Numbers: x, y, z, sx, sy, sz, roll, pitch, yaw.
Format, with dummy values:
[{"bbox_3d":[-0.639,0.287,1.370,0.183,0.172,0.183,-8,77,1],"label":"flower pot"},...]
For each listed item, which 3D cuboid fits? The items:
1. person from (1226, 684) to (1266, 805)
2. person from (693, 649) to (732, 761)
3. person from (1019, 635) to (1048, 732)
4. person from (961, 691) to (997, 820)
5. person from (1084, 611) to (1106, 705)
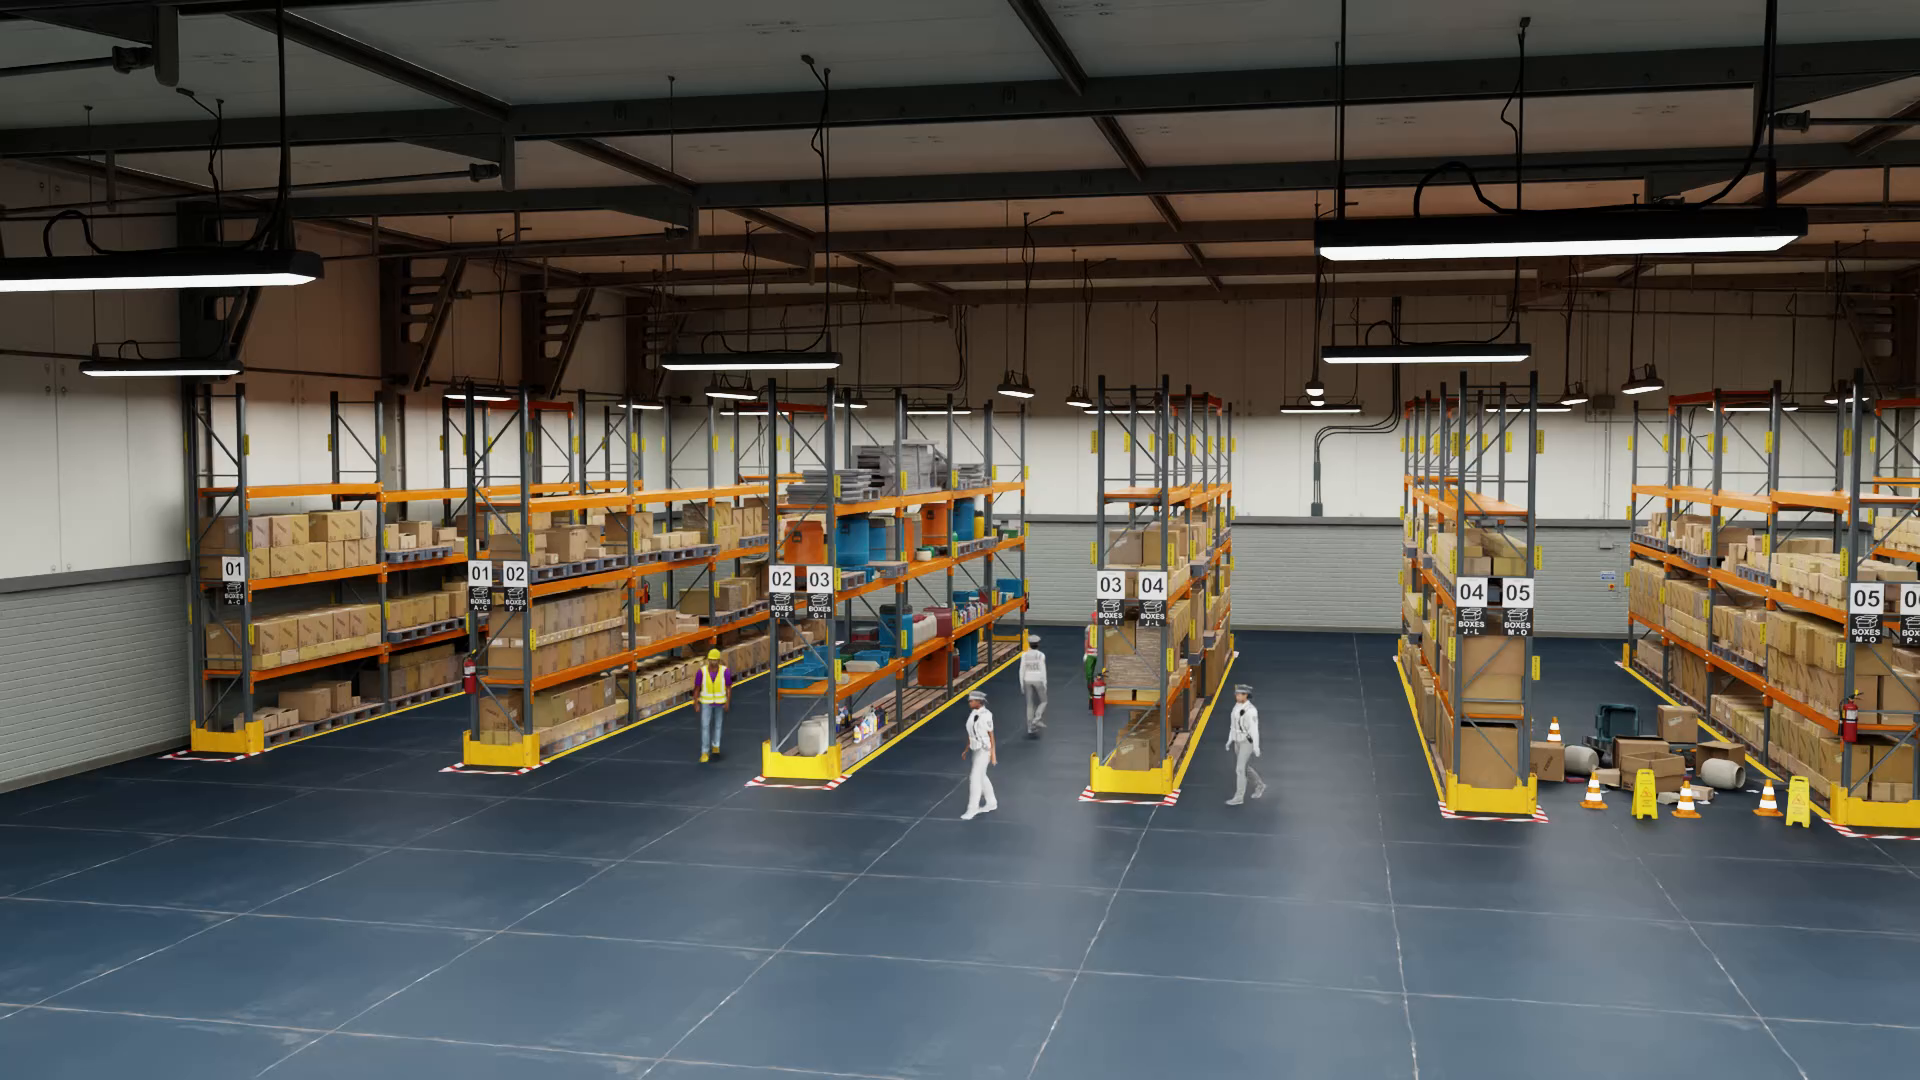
[{"bbox_3d":[4.009,2.836,23.280,0.792,1.649,0.476,-1,3,-21],"label":"person"},{"bbox_3d":[-3.931,2.598,26.505,0.592,1.721,0.950,-1,3,-15],"label":"person"},{"bbox_3d":[1.276,2.502,28.941,0.517,1.678,0.447,1,4,23],"label":"person"},{"bbox_3d":[0.229,2.885,22.547,0.648,1.670,0.576,-1,3,-21],"label":"person"},{"bbox_3d":[2.650,2.287,32.210,0.597,1.842,0.535,1,4,25],"label":"person"}]
